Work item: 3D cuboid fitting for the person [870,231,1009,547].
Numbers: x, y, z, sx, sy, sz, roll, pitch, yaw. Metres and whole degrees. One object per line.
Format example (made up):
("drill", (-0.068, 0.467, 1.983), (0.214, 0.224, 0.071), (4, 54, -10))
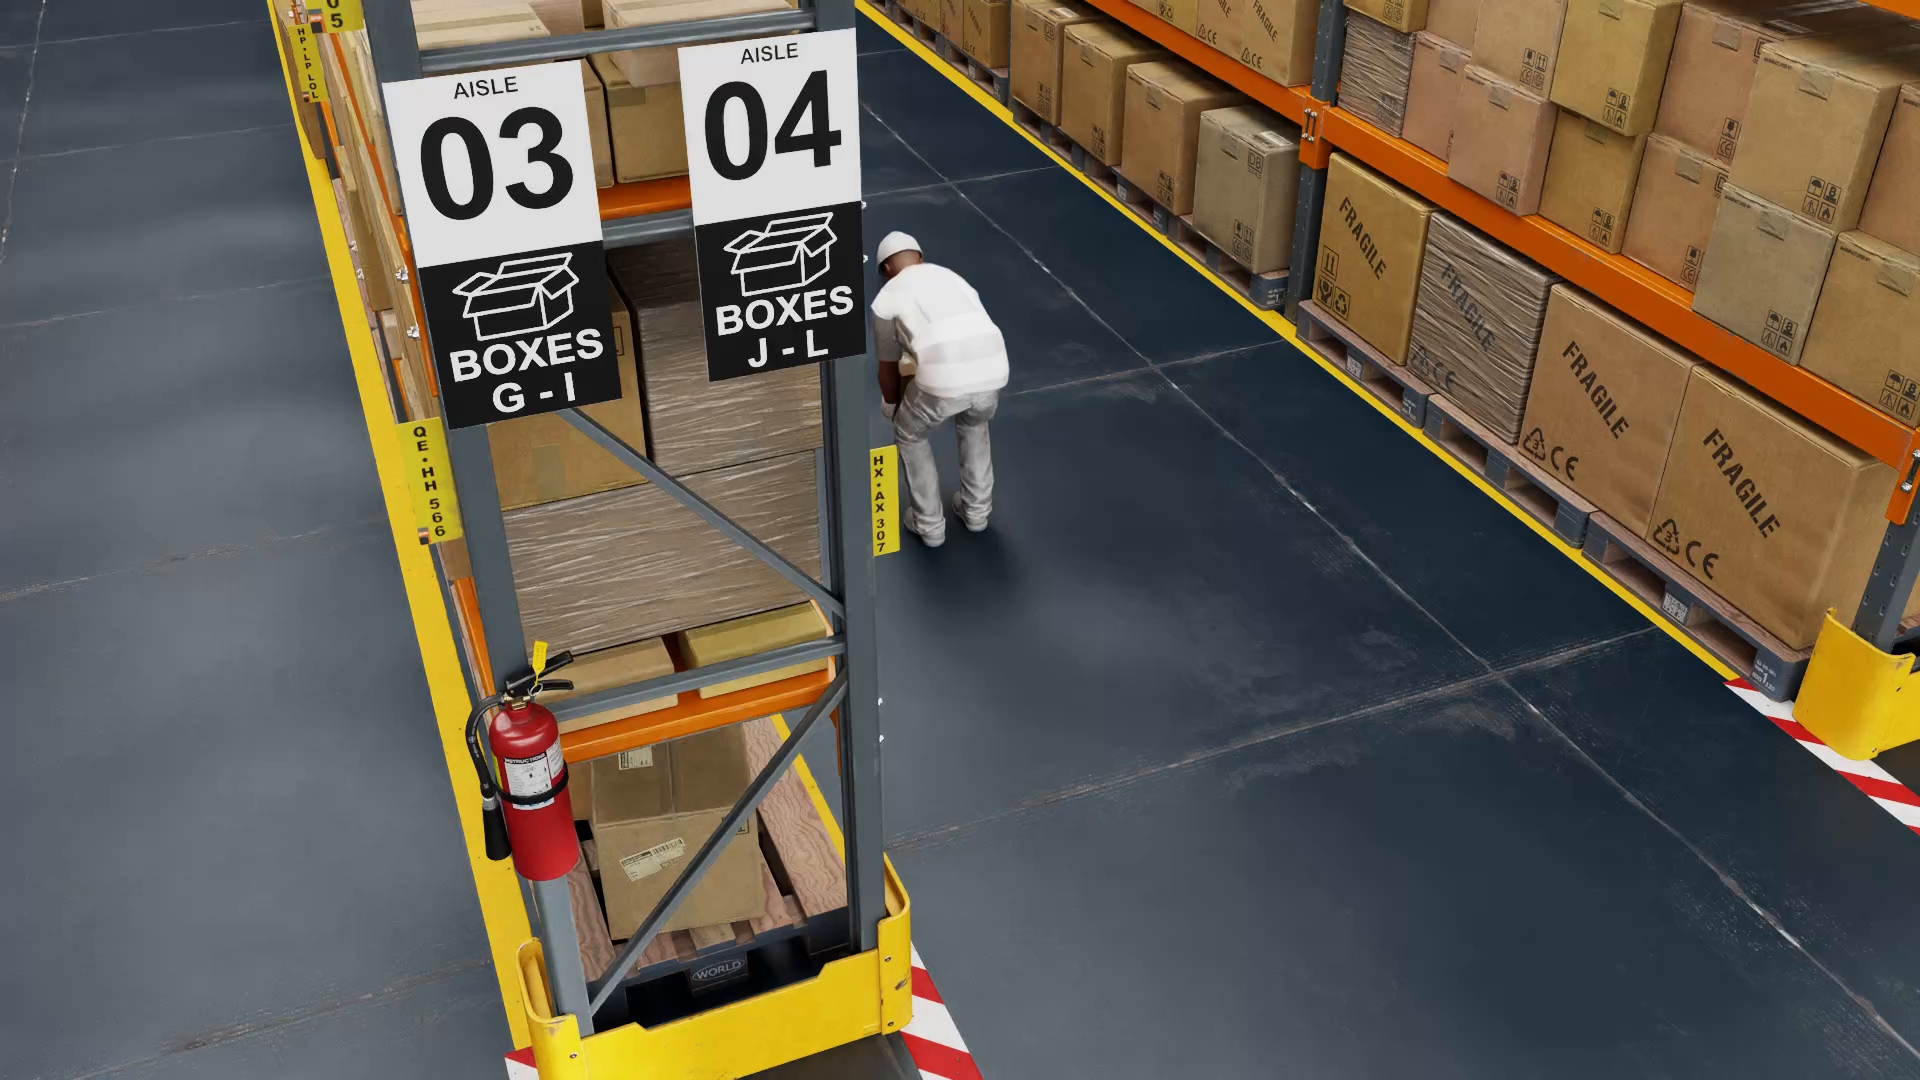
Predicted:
("person", (-0.132, -0.688, 7.644), (0.502, 1.265, 0.947), (-14, 36, -21))
